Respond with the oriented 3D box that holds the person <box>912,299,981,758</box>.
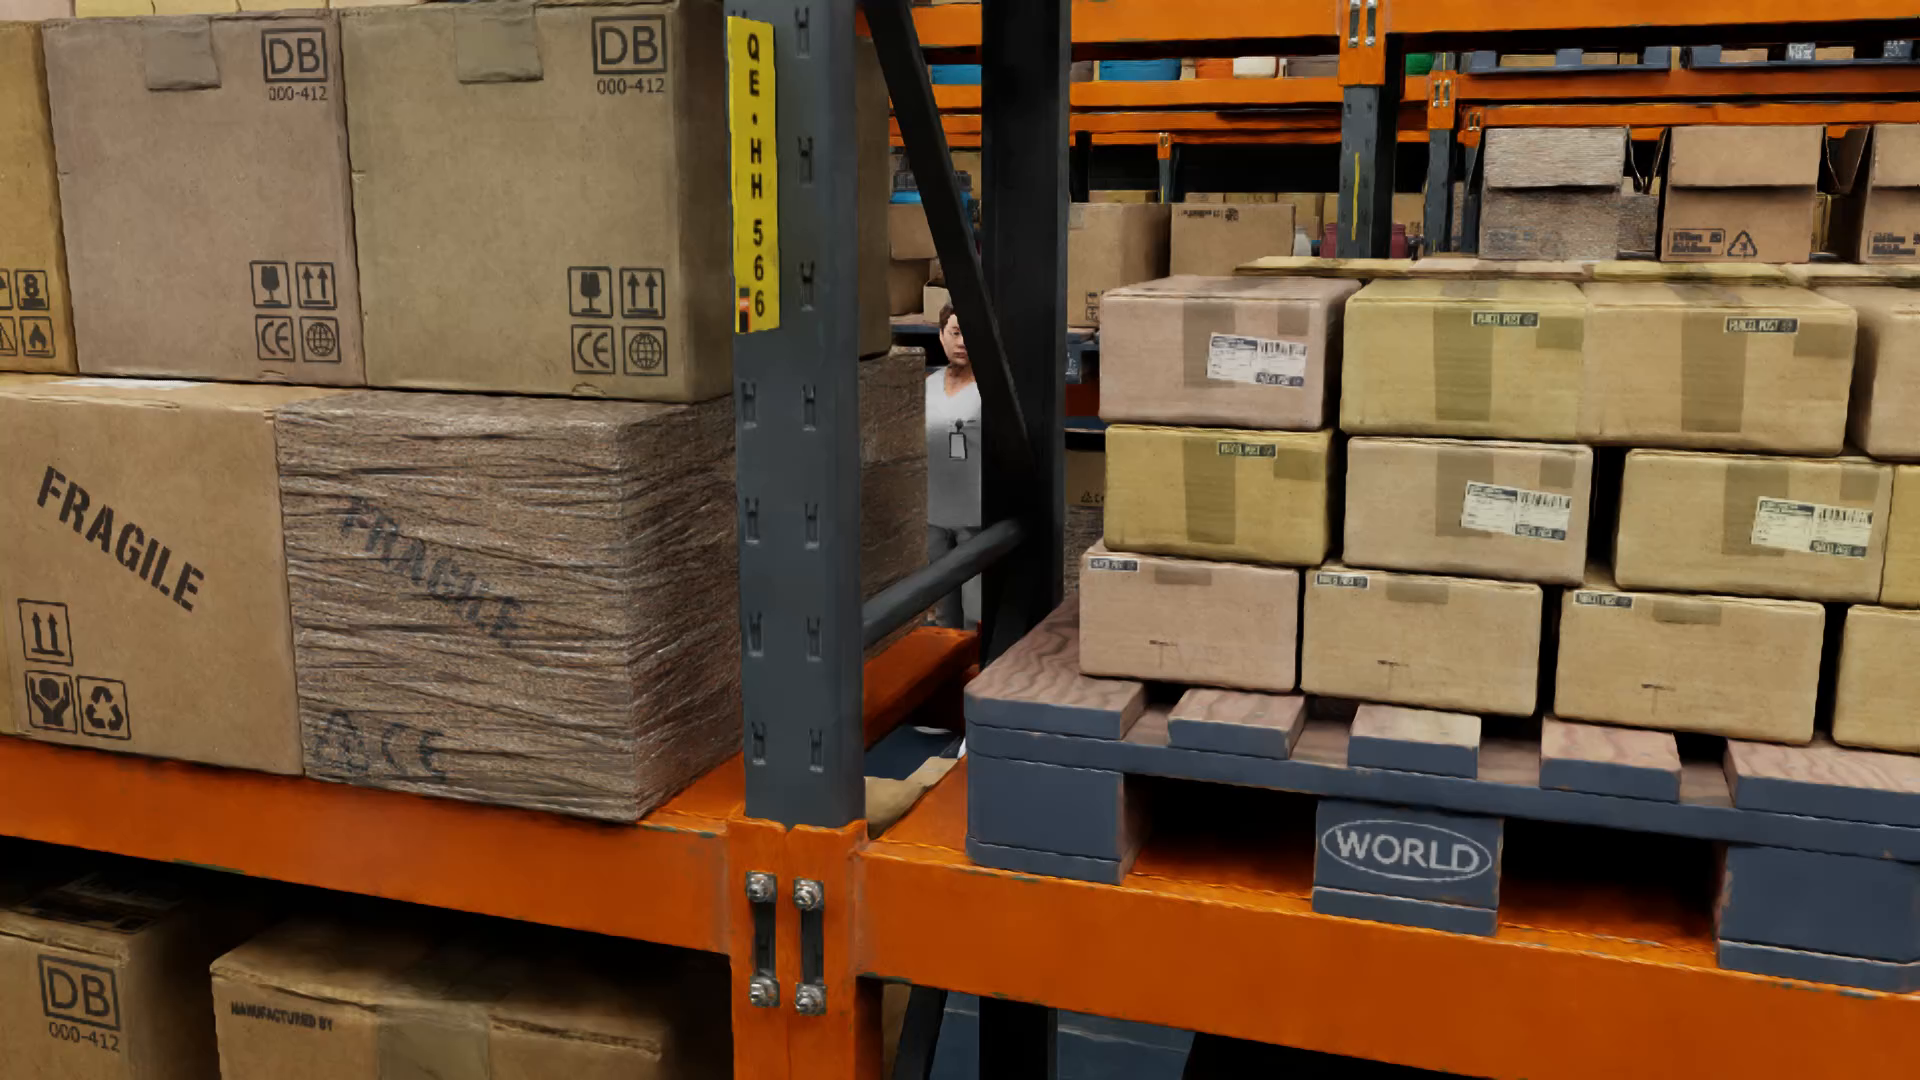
[{"bbox_3d":[0.010,-0.048,6.134,0.462,1.654,0.403,10,15,38],"label":"person"}]
